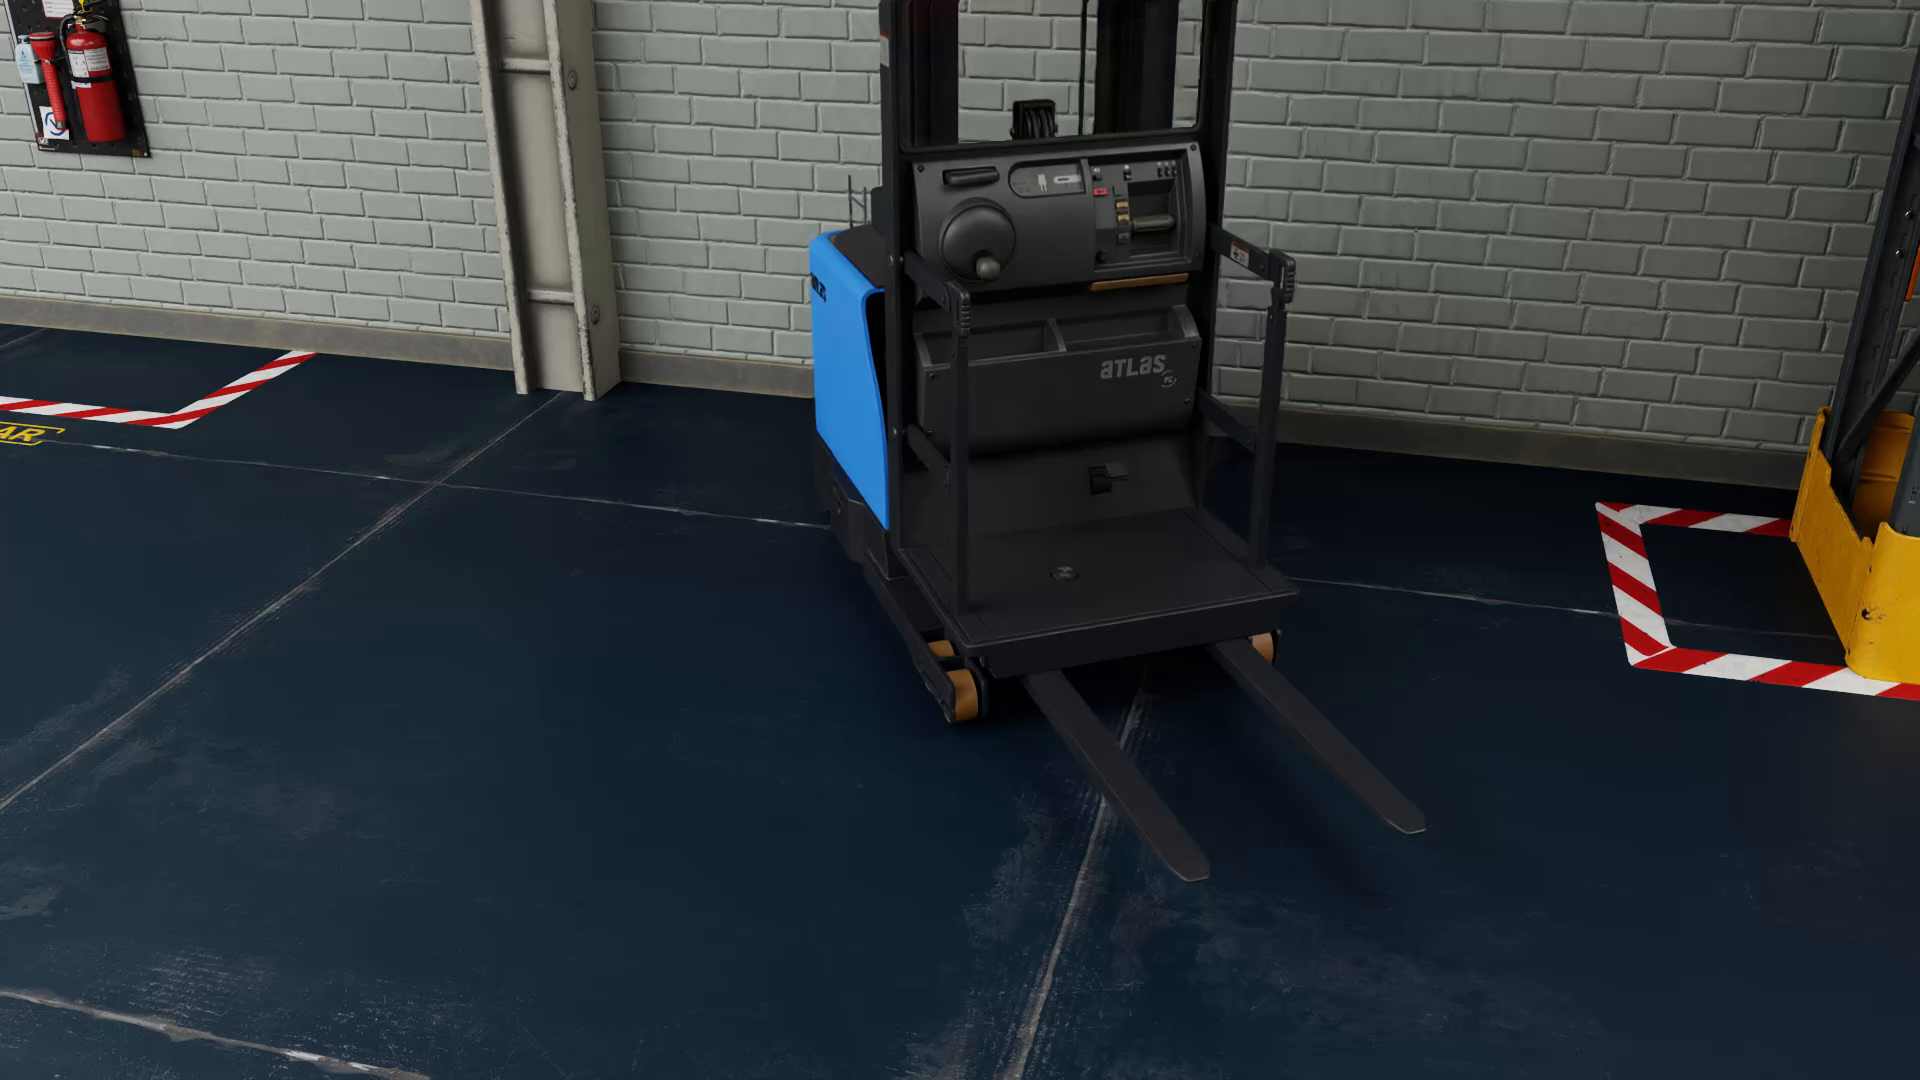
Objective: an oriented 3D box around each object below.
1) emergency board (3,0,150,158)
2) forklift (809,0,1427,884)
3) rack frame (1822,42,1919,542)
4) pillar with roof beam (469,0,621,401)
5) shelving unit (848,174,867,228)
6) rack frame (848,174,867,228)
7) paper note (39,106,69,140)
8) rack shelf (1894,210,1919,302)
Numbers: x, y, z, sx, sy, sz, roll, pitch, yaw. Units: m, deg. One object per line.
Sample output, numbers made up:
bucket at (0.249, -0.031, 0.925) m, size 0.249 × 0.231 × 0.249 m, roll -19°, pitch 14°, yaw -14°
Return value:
emergency board at (-4.202, -2.355, 7.707) m, size 0.643 × 1.169 × 0.194 m, roll 6°, pitch 26°, yaw 13°
forklift at (0.380, -0.961, 4.858) m, size 1.130 × 2.935 × 3.031 m, roll -8°, pitch 27°, yaw -17°
rack frame at (3.100, -1.147, 5.170) m, size 0.127 × 3.000 × 1.000 m, roll 6°, pitch 26°, yaw 13°
pillar with roof beam at (-2.890, -2.991, 2.064) m, size 0.400 × 9.000 × 9.100 m, roll 6°, pitch 26°, yaw 13°
shelving unit at (-0.304, -0.836, 6.608) m, size 0.189 × 1.200 × 0.258 m, roll -8°, pitch 26°, yaw -17°
rack frame at (-0.391, -0.823, 6.581) m, size 0.006 × 1.200 × 0.240 m, roll -8°, pitch 26°, yaw -17°
paper note at (-4.356, -2.005, 7.997) m, size 0.142 × 0.148 × 0.016 m, roll 6°, pitch 26°, yaw 13°
rack shelf at (5.037, -0.608, 4.875) m, size 4.000 × 0.370 × 1.077 m, roll 6°, pitch 26°, yaw 13°
